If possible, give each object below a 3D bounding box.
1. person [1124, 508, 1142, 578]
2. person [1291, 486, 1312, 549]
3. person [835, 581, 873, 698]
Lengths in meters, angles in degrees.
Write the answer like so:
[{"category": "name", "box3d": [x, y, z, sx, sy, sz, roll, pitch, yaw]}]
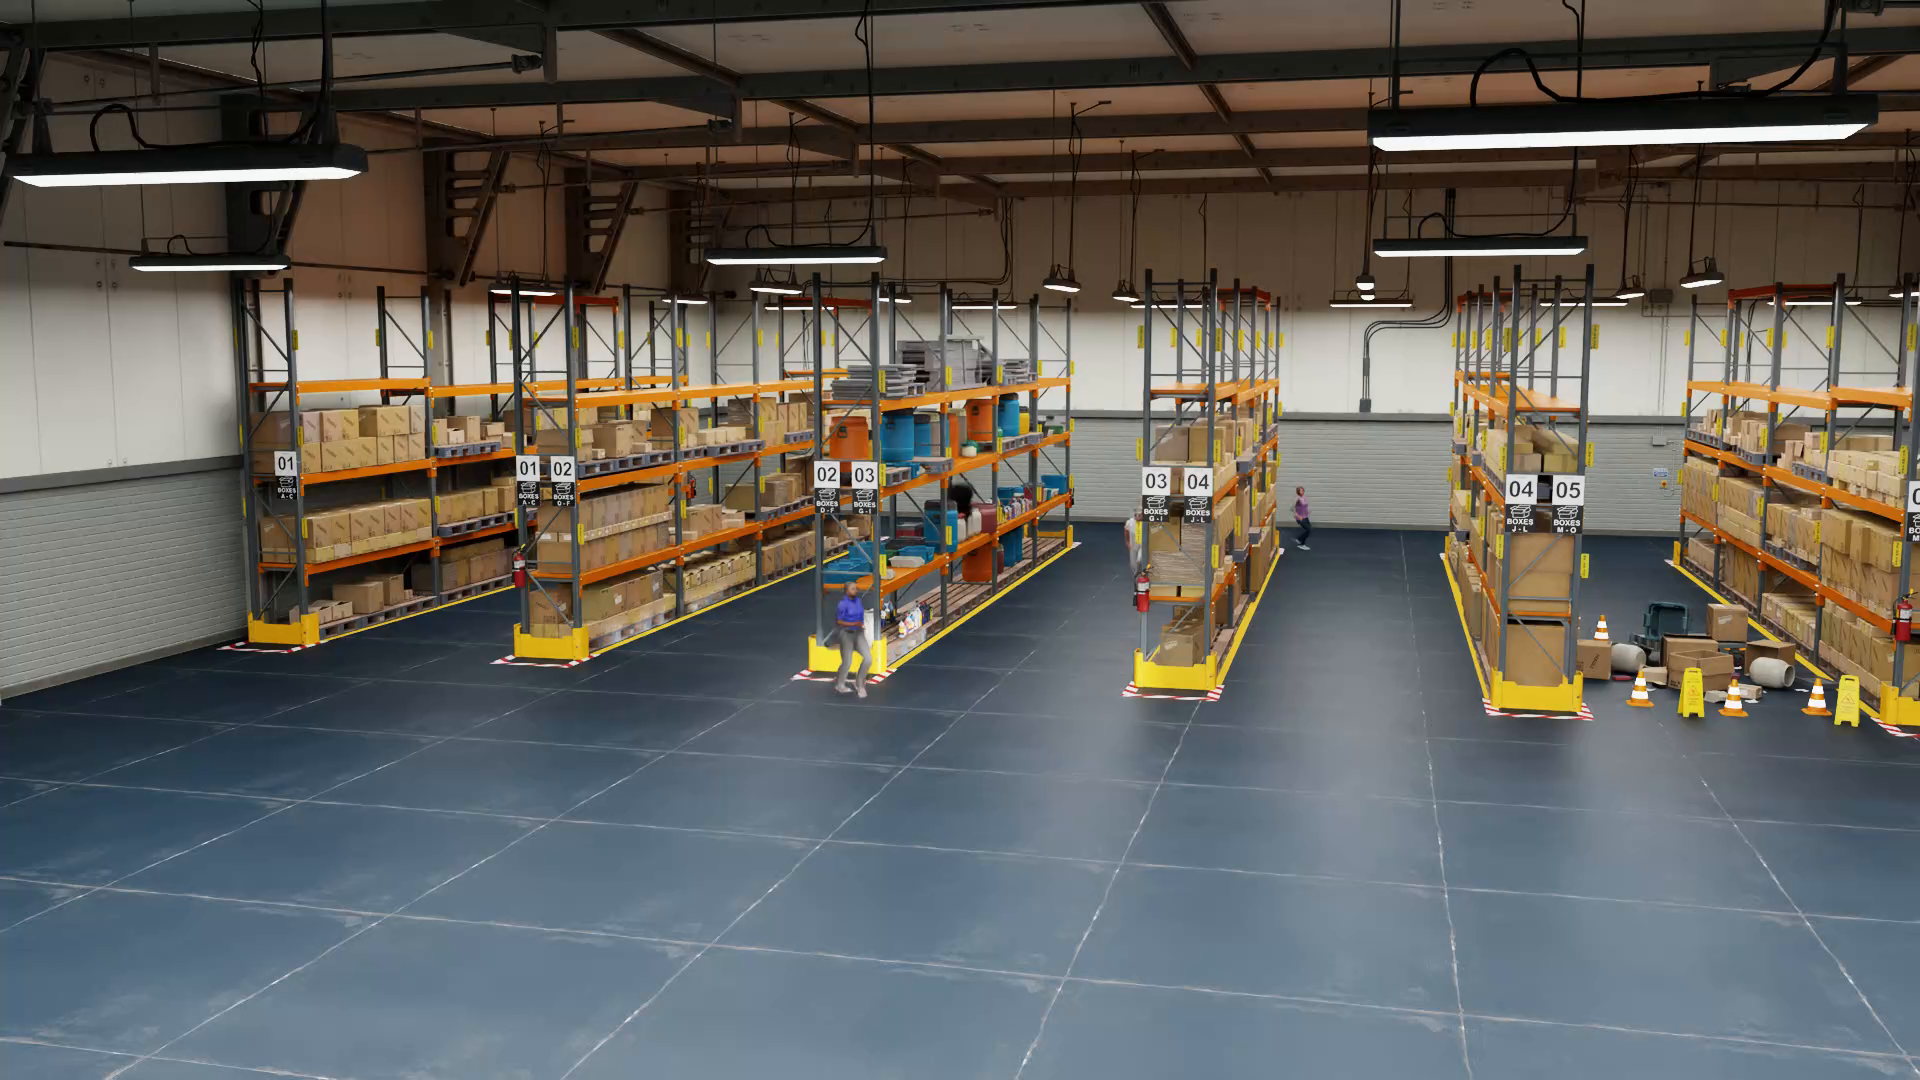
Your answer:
[{"category": "person", "box3d": [3.639, 0.076, 33.608, 0.657, 1.514, 0.780, 2, 7, 13]}, {"category": "person", "box3d": [8.202, -0.519, 39.839, 0.595, 1.542, 0.461, -7, 9, -44]}, {"category": "person", "box3d": [-1.502, 1.405, 23.337, 0.550, 1.691, 0.717, -6, 9, -41]}]
